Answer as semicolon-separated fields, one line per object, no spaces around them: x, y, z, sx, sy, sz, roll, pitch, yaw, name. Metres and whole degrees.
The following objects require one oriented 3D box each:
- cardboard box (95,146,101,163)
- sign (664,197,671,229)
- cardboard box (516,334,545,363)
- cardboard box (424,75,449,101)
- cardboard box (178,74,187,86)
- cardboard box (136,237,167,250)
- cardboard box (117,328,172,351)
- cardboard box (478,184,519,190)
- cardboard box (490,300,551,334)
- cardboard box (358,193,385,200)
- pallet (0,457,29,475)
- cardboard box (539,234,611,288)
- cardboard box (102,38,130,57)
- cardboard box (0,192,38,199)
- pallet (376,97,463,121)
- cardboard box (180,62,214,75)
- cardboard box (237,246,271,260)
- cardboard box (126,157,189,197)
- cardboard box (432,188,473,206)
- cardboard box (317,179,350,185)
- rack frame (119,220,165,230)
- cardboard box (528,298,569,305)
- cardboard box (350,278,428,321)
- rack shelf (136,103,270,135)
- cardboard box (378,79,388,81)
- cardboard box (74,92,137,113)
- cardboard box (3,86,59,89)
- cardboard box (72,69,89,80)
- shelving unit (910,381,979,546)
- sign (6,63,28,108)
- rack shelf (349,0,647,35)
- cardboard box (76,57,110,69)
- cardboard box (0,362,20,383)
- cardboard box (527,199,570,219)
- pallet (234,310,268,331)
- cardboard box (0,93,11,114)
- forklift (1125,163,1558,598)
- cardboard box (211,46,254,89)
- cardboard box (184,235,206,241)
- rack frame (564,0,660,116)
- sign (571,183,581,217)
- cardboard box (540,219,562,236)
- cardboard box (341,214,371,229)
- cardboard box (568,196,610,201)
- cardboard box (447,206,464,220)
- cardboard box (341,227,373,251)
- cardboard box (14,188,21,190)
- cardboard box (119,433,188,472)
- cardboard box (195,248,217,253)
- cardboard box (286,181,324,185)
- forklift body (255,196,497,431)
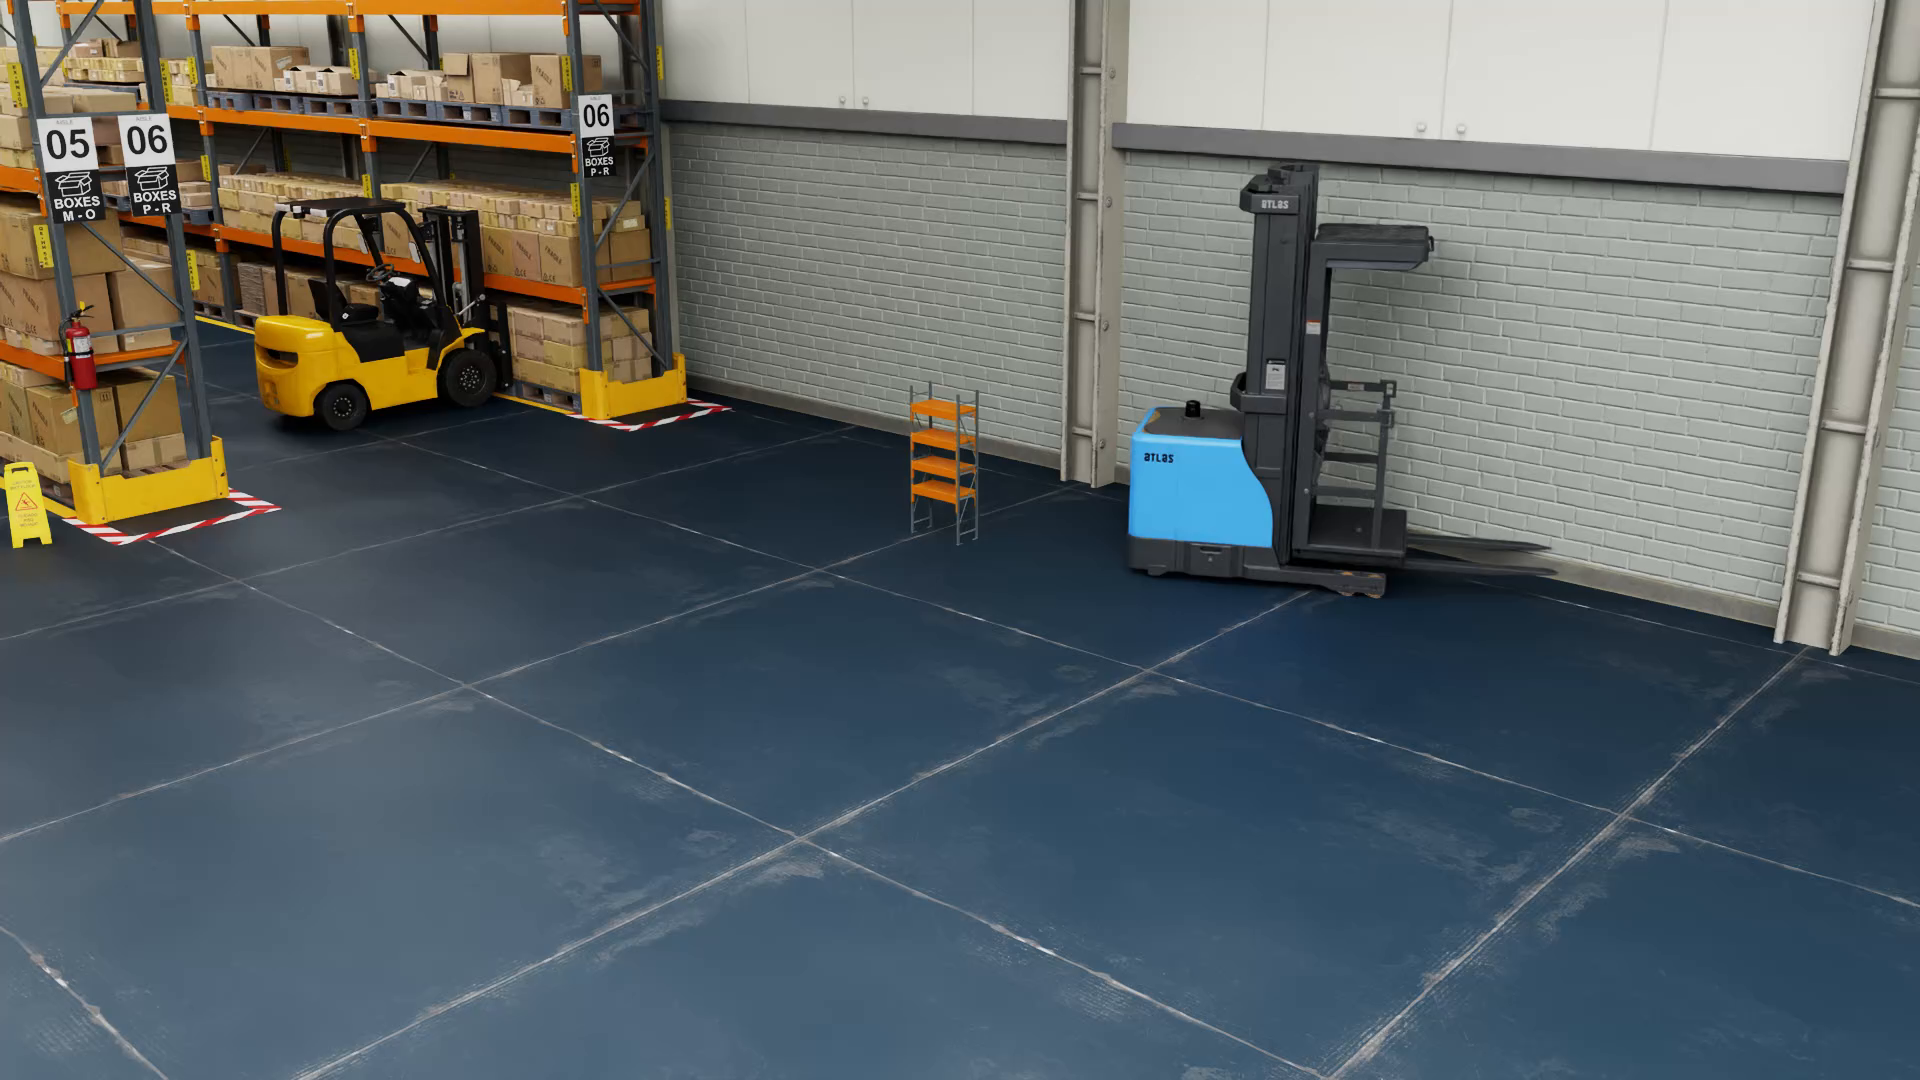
-7.007;-3.178;13.622;0.250;0.149;0.380;14;22;38;cardboard box
-3.053;-3.394;17.284;0.005;0.325;0.100;15;23;39;sign
-4.366;-2.077;17.722;0.500;0.250;0.500;15;23;39;cardboard box
-5.509;-4.869;17.898;0.258;0.266;0.396;14;23;38;cardboard box
-10.016;-6.047;21.836;0.250;0.149;0.380;14;23;38;cardboard box
-11.638;-4.275;23.989;0.250;0.149;0.380;15;23;38;cardboard box
-6.835;-1.690;13.895;0.250;0.149;0.380;15;23;39;cardboard box
-5.202;-3.922;18.783;0.250;0.149;0.380;15;23;38;cardboard box
-4.748;-2.407;17.936;0.500;0.250;0.500;15;23;40;cardboard box
-6.821;-3.997;19.510;0.250;0.149;0.380;16;24;41;cardboard box
-8.267;-0.797;15.275;1.213;0.211;1.003;15;23;39;pallet
-3.969;-2.906;17.144;0.500;0.500;0.500;14;23;38;cardboard box
-12.127;-7.079;23.880;0.258;0.266;0.396;15;23;38;cardboard box
-8.349;-2.728;14.440;0.500;0.500;0.700;15;23;39;cardboard box
-5.763;-4.844;18.604;1.213;0.211;1.003;15;23;39;pallet
-9.863;-6.117;21.567;0.250;0.149;0.380;16;24;41;cardboard box
-9.774;-3.978;23.052;0.250;0.149;0.380;16;24;41;cardboard box
-11.214;-5.067;23.259;0.500;0.500;0.700;15;23;39;cardboard box
-5.588;-3.787;18.357;0.250;0.149;0.380;15;23;38;cardboard box
-7.871;-4.459;20.964;0.250;0.149;0.380;16;24;41;cardboard box
-12.402;-5.228;24.627;0.127;3.000;1.000;15;23;39;rack frame
-4.403;-2.527;18.313;0.500;0.250;0.500;15;23;39;cardboard box
-6.816;-2.793;20.184;0.625;0.625;0.875;16;24;42;cardboard box
-10.906;-5.914;23.017;4.000;0.370;1.077;15;23;39;rack shelf
-6.923;-5.395;19.748;0.250;0.149;0.380;15;23;39;cardboard box
-6.849;-3.503;13.328;0.250;0.149;0.380;15;23;39;cardboard box
-8.105;-3.884;14.531;0.250;0.149;0.380;15;23;40;cardboard box
-12.272;-6.576;23.472;0.250;0.149;0.380;15;23;40;cardboard box
-0.124;-0.605;13.035;0.503;1.200;0.258;15;23;39;shelving unit
-7.102;-3.425;12.523;0.005;0.325;0.100;15;23;39;sign
-4.922;-5.546;17.562;4.000;0.370;1.077;15;23;39;rack shelf
-12.223;-6.731;23.468;0.250;0.149;0.380;16;23;40;cardboard box
-7.996;-1.463;14.302;0.250;0.149;0.380;16;23;40;cardboard box
-4.253;-3.431;17.233;0.250;0.149;0.380;16;23;40;cardboard box
-8.820;-2.922;21.970;1.213;0.211;1.003;15;23;39;pallet
-7.538;-3.494;13.300;0.250;0.149;0.380;15;23;39;cardboard box
2.800;-1.162;11.929;3.031;2.935;1.130;5;18;14;forklift
-9.030;-5.950;20.917;0.500;0.500;0.500;15;23;40;cardboard box
-11.168;-4.326;24.150;0.250;0.149;0.380;16;24;41;cardboard box
-3.426;-5.678;16.128;0.127;3.000;1.000;15;23;39;rack frame
-3.797;-3.364;16.446;0.005;0.325;0.100;15;23;39;sign
-4.082;-3.227;17.082;0.250;0.149;0.380;16;23;40;cardboard box
-6.955;-3.830;19.641;0.500;0.250;0.500;14;23;38;cardboard box
-3.916;-3.543;17.588;0.250;0.149;0.380;16;23;40;cardboard box
-5.416;-3.592;18.233;0.250;0.149;0.380;14;22;38;cardboard box
-6.969;-3.593;19.721;0.500;0.250;0.500;16;23;40;cardboard box
-14.741;-5.634;26.319;0.250;0.149;0.380;16;24;41;cardboard box
-7.138;-0.809;14.554;0.500;0.250;0.500;15;23;39;cardboard box
-10.340;-3.896;22.793;0.250;0.149;0.380;14;22;37;cardboard box
-8.136;-4.364;20.667;0.250;0.149;0.380;15;23;39;cardboard box
-6.056;-2.382;17.063;1.214;2.155;2.313;15;23;39;forklift body
